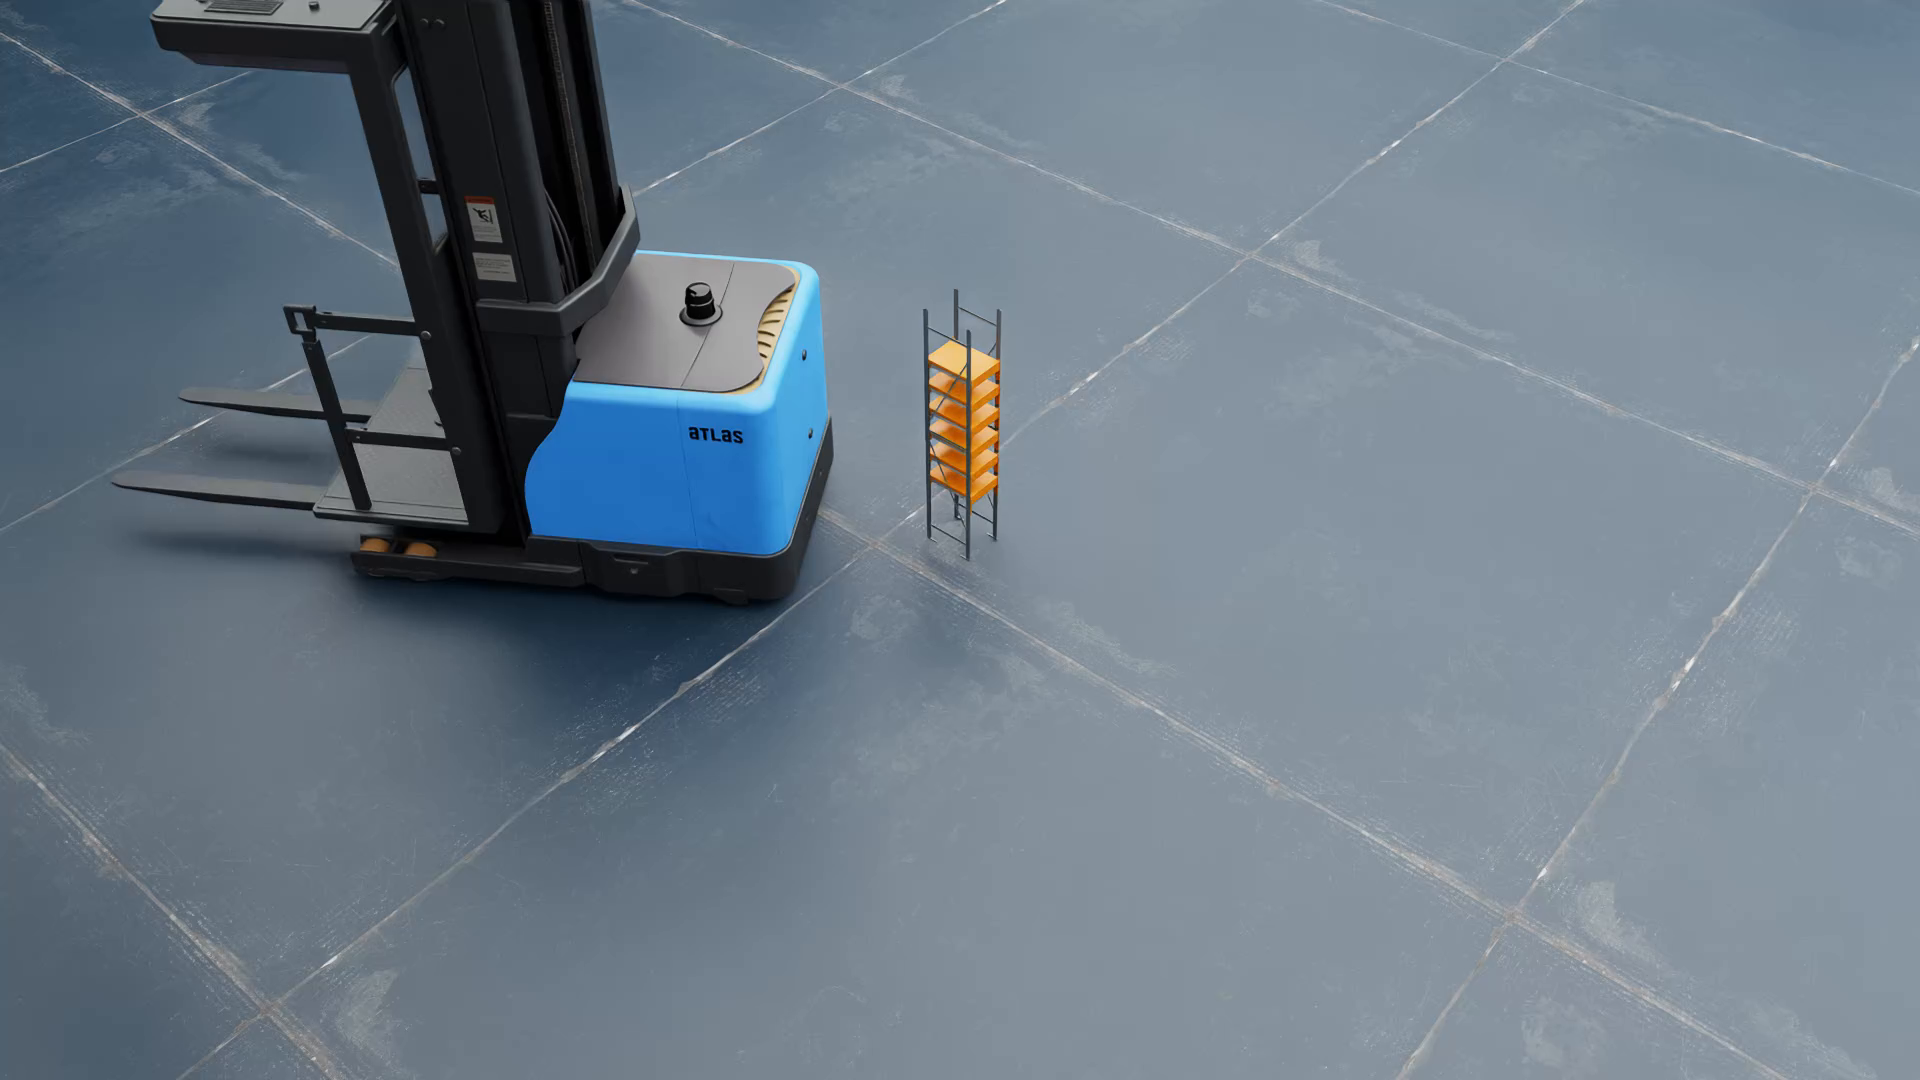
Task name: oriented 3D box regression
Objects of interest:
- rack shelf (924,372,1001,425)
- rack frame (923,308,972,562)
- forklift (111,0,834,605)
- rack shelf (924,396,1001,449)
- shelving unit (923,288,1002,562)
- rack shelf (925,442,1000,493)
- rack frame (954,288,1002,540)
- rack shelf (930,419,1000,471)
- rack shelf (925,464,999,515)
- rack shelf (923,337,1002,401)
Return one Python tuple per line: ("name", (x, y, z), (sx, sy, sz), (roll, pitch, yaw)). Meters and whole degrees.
("rack shelf", (0.009, -0.596, 6.723), (0.258, 0.103, 0.180), (29, 50, 28))
("rack frame", (-0.050, -0.404, 6.803), (0.240, 1.200, 0.006), (29, 50, 28))
("forklift", (-2.132, -1.258, 6.454), (3.031, 2.935, 1.130), (5, 43, 6))
("rack shelf", (0.009, -0.507, 6.804), (0.258, 0.103, 0.180), (29, 50, 28))
("shelving unit", (0.009, -0.451, 6.855), (0.258, 1.200, 0.189), (29, 50, 28))
("rack shelf", (0.009, -0.330, 6.965), (0.258, 0.103, 0.180), (29, 50, 28))
("rack frame", (0.068, -0.498, 6.906), (0.240, 1.200, 0.006), (29, 50, 28))
("rack shelf", (0.009, -0.419, 6.884), (0.258, 0.103, 0.180), (29, 50, 28))
("rack shelf", (0.009, -0.241, 7.046), (0.258, 0.103, 0.180), (29, 50, 28))
("rack shelf", (0.009, -0.685, 6.642), (0.258, 0.103, 0.180), (29, 50, 28))
